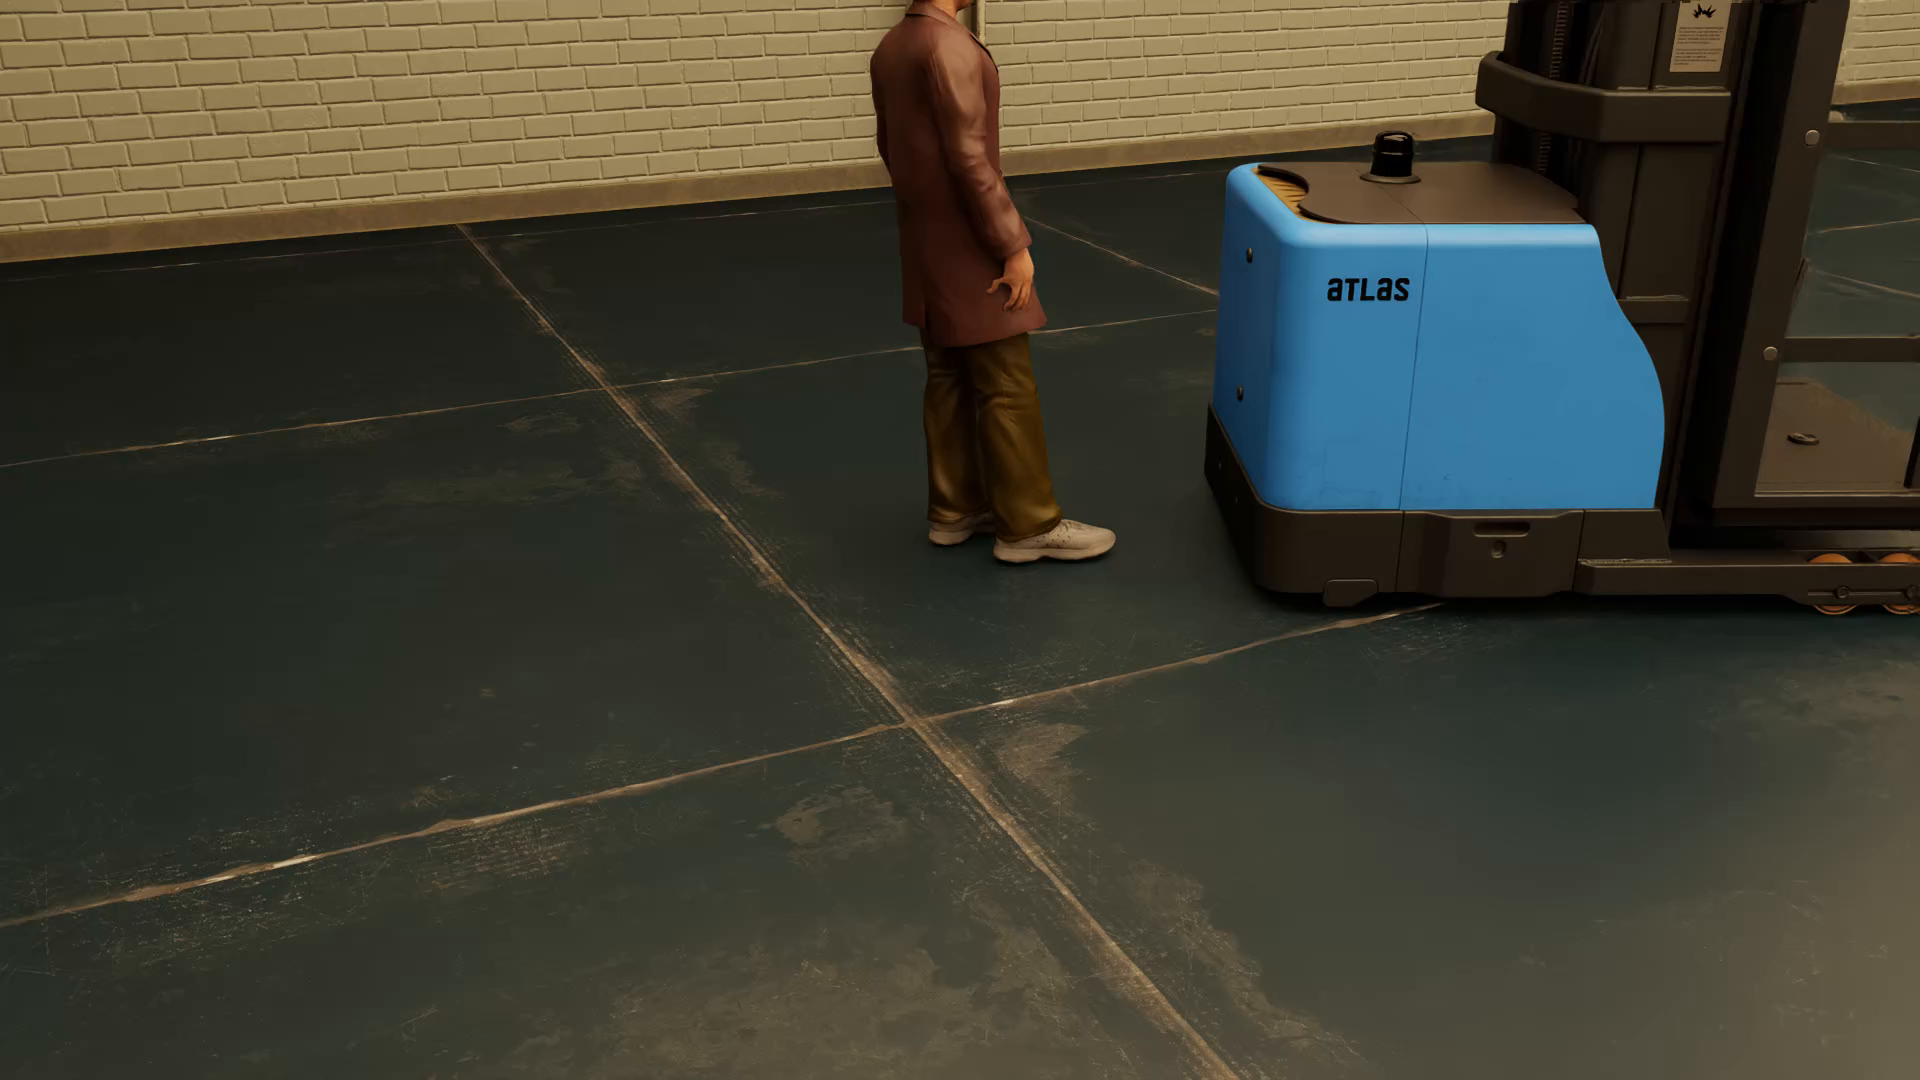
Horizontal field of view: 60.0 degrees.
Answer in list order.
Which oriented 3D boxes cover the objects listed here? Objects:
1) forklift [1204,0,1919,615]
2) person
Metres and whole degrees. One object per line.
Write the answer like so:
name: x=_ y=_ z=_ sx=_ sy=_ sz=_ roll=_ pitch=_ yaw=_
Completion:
forklift: x=2.321 y=-1.350 z=4.536 sx=3.031 sy=2.935 sz=1.130 roll=0 pitch=23 yaw=-1
person: x=0.083 y=-0.844 z=4.811 sx=0.576 sy=1.779 sz=0.697 roll=-10 pitch=25 yaw=-23
